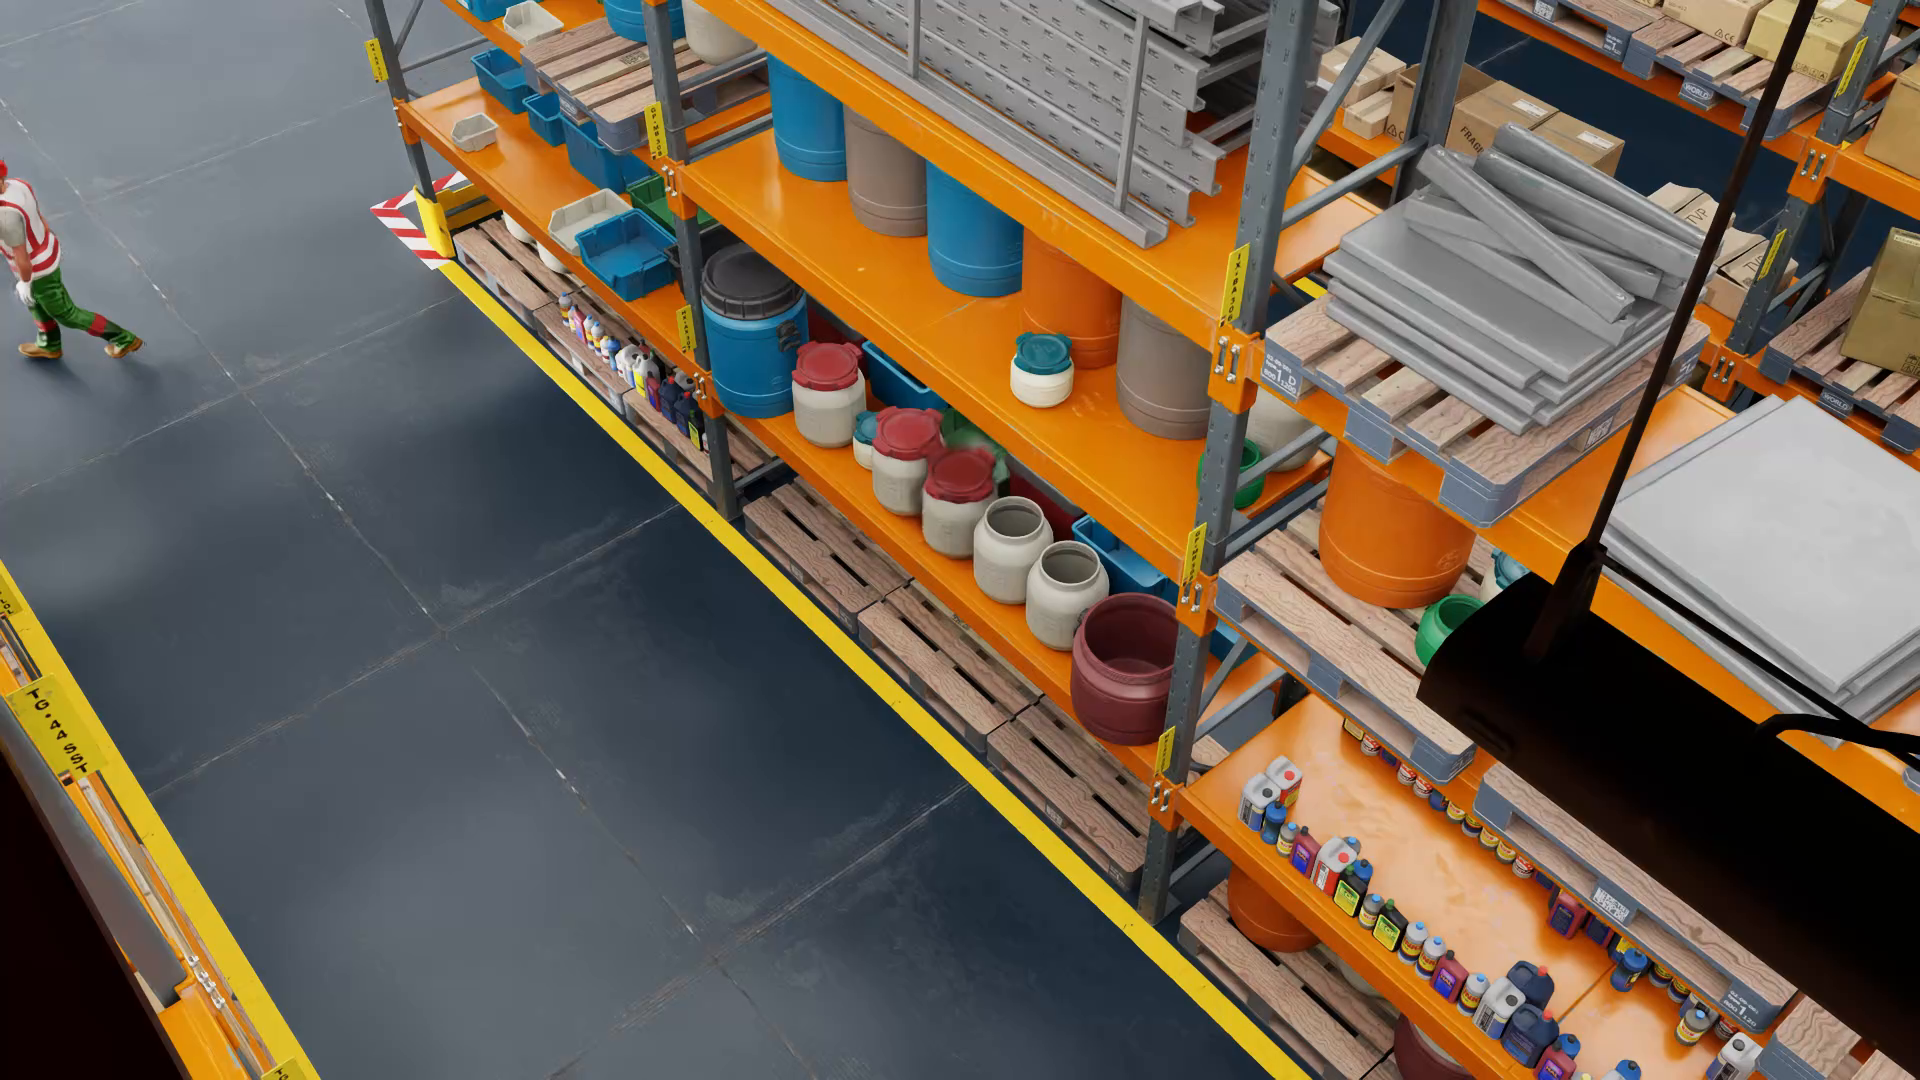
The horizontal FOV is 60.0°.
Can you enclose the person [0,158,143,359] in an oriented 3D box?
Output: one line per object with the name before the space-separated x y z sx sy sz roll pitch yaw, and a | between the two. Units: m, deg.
person | -6.445 -1.933 11.613 0.911 1.761 0.606 -10 47 -10
